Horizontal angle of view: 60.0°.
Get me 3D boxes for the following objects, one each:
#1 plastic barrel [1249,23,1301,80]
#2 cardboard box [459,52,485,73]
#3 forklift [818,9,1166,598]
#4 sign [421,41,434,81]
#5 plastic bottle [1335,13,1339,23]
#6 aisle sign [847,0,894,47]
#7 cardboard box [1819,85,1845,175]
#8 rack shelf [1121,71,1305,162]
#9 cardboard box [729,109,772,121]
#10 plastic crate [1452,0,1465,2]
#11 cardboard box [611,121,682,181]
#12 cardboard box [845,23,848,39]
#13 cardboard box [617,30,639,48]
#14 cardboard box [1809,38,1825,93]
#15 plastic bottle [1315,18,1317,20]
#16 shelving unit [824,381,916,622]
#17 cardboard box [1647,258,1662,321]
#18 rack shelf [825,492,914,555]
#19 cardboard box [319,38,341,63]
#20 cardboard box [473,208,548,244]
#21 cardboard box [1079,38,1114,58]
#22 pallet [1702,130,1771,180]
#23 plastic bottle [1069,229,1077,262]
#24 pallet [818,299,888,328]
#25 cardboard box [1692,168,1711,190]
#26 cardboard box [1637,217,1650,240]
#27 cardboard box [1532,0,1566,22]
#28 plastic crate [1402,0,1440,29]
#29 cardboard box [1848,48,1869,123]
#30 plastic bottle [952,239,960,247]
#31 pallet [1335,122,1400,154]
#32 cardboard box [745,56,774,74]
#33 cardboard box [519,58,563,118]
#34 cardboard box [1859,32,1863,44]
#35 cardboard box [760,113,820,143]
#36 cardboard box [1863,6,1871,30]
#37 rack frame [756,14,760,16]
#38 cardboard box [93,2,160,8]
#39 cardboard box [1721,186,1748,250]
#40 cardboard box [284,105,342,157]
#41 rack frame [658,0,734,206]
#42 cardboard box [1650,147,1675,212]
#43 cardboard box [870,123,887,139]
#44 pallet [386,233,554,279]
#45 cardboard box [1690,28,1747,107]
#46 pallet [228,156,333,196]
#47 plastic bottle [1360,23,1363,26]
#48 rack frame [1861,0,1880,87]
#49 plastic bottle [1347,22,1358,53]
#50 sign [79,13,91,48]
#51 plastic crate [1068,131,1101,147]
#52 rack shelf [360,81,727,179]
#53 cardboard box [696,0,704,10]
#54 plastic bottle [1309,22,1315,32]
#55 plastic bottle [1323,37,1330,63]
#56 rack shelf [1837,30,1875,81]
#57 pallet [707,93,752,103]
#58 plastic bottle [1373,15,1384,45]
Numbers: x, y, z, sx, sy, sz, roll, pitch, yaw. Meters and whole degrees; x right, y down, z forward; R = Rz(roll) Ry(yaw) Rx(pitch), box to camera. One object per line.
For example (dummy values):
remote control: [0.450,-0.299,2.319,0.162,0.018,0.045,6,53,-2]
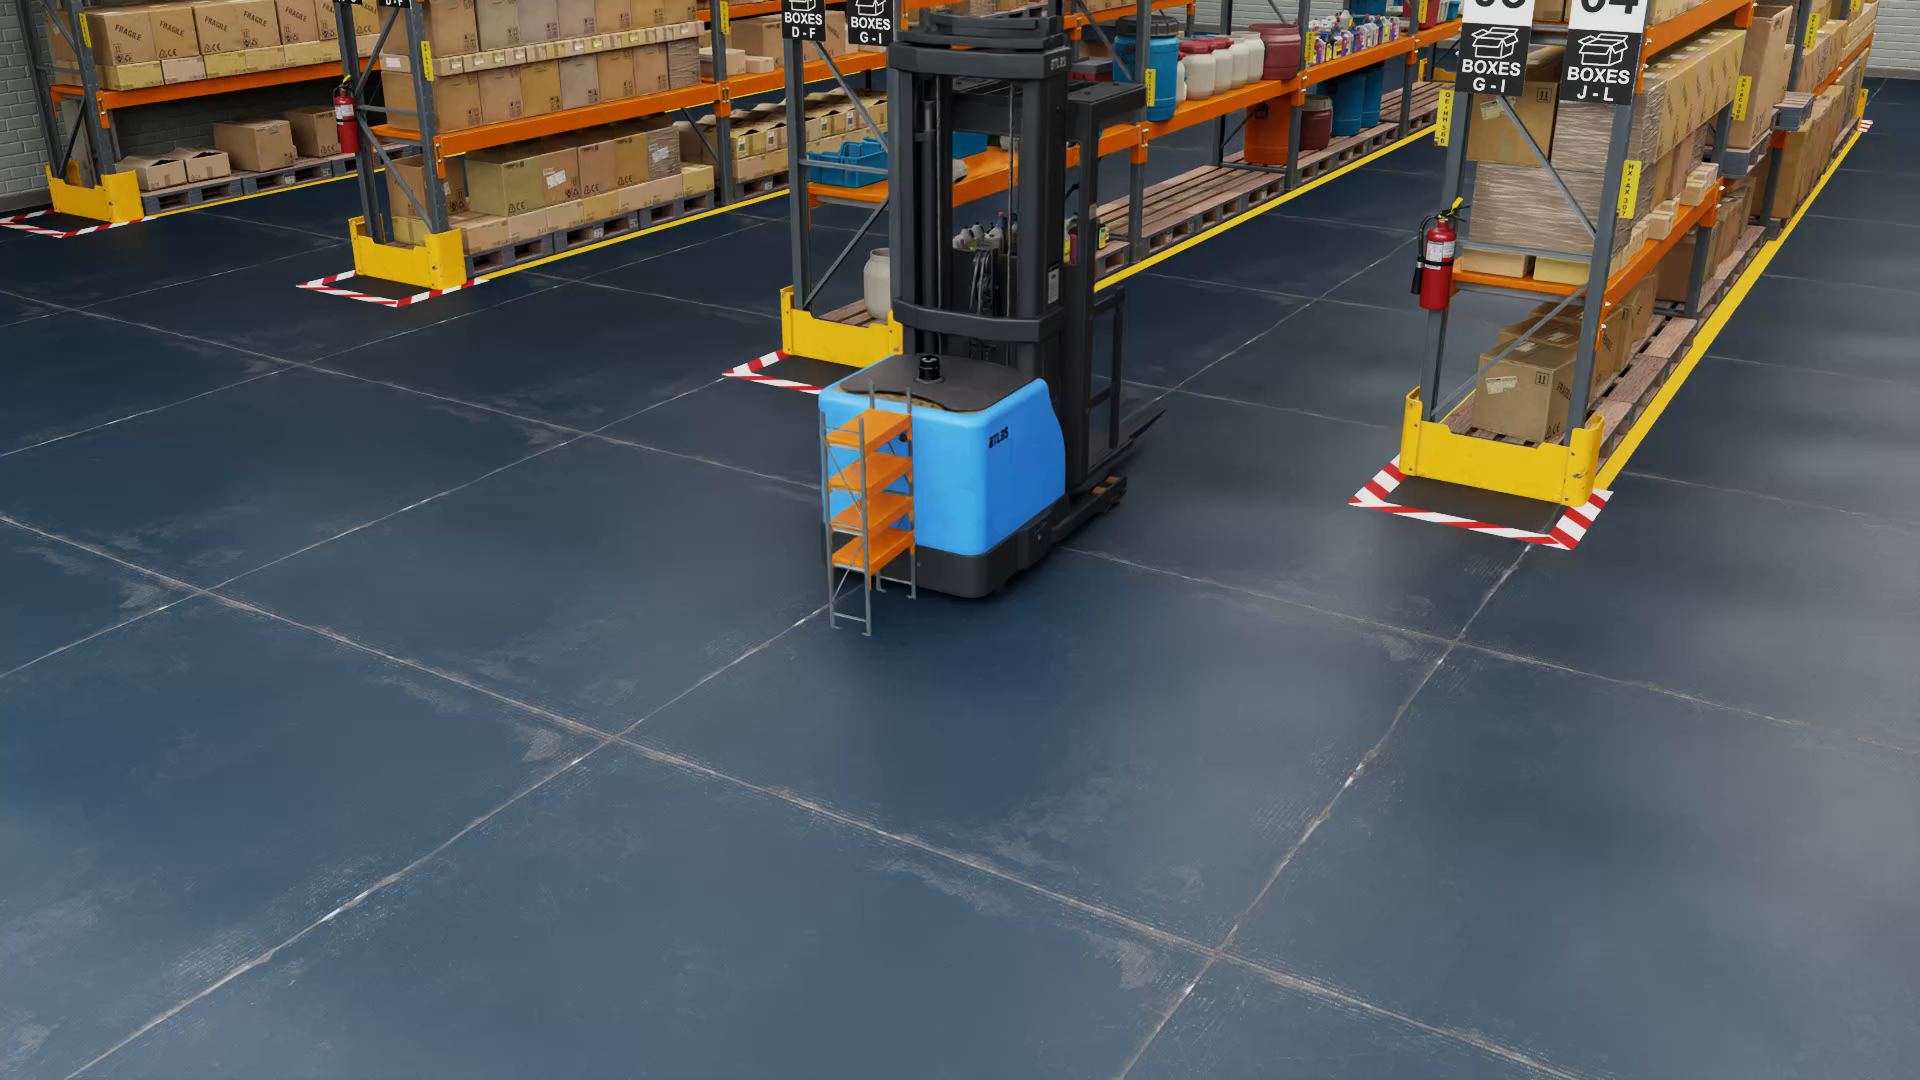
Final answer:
plastic barrel: [3.390,-5.305,18.058,0.600,0.536,0.708,14,27,29]
cardboard box: [-4.522,-4.323,15.017,0.380,0.149,0.250,13,27,28]
forklift: [9.452,-0.880,8.094,18.730,2.935,8.709,12,26,26]
sign: [-4.580,-4.118,14.296,0.100,0.325,0.005,14,27,29]
plastic bottle: [4.861,-6.680,21.552,0.061,0.283,0.133,14,27,29]
aisle sign: [-0.631,-3.870,11.642,0.394,0.787,0.004,14,27,29]
cardboard box: [9.375,-4.773,19.145,1.225,0.875,0.875,14,27,29]
rack shelf: [2.323,-4.458,17.177,1.077,0.370,4.000,14,27,29]
cardboard box: [-2.434,-4.882,19.478,0.500,0.311,0.500,14,27,29]
plastic crate: [7.321,-7.756,24.148,0.396,0.136,0.243,14,27,29]
cardboard box: [-3.271,-4.059,17.338,0.500,0.500,0.500,14,27,29]
cardboard box: [-1.465,-6.200,20.409,0.500,0.311,0.500,14,27,28]
cardboard box: [-3.438,-5.016,16.619,0.380,0.149,0.250,14,27,29]
cardboard box: [8.610,-4.926,17.228,0.500,0.500,0.500,13,27,28]
plastic bottle: [4.463,-6.425,20.964,0.061,0.283,0.133,14,27,29]
shelving unit: [-0.462,-0.162,8.599,0.258,1.200,0.499,11,27,24]
cardboard box: [5.231,-1.994,13.198,0.500,0.500,0.500,13,27,27]
rack shelf: [-0.462,-0.100,8.626,0.258,0.148,0.480,11,27,24]
cardboard box: [-7.411,-5.740,19.396,0.500,0.250,0.500,14,27,29]
cardboard box: [-4.316,-3.037,15.922,0.500,0.250,0.500,14,27,29]
cardboard box: [2.268,-7.544,25.989,0.797,0.503,0.637,14,27,29]
pallet: [6.002,-3.214,13.641,1.003,0.211,1.213,14,27,29]
plastic bottle: [1.021,-2.662,14.989,0.061,0.283,0.133,16,28,32]
pallet: [-0.409,-1.792,13.623,1.003,0.211,1.213,14,27,29]
cardboard box: [5.472,-2.743,12.627,0.380,0.149,0.250,14,27,29]
cardboard box: [4.372,-2.079,11.093,0.380,0.149,0.250,14,27,29]
cardboard box: [3.404,-3.249,9.892,0.500,0.250,0.500,15,27,30]
plastic crate: [6.172,-7.119,22.262,0.402,0.464,0.583,14,27,29]
cardboard box: [11.536,-6.110,22.234,0.875,0.875,0.875,14,27,29]
plastic bottle: [-0.090,-2.506,14.638,0.152,0.276,0.135,14,27,29]
pallet: [5.045,-5.282,21.685,1.003,0.211,1.213,14,27,29]
cardboard box: [-2.297,-5.293,18.518,0.380,0.149,0.250,14,27,29]
cardboard box: [-4.252,-4.348,15.891,0.700,0.500,0.500,14,27,29]
cardboard box: [11.091,-6.305,20.854,0.380,0.149,0.250,14,27,30]
cardboard box: [-1.968,-4.771,19.221,0.500,0.311,0.500,13,27,27]
cardboard box: [11.239,-6.631,21.106,0.500,0.250,0.500,13,27,27]
rack frame: [-2.929,-8.889,26.508,1.000,3.000,0.127,14,27,29]
cardboard box: [-8.917,-5.495,17.887,0.500,0.500,0.500,14,27,30]
cardboard box: [6.967,-3.060,15.635,0.700,0.500,0.500,11,26,25]
cardboard box: [-7.662,-4.885,19.852,0.500,0.500,0.500,12,26,25]
rack frame: [-2.939,-5.152,17.876,1.000,3.000,0.127,14,27,29]
cardboard box: [4.415,-2.607,11.497,0.875,0.500,0.500,14,27,29]
cardboard box: [-1.168,-5.030,20.525,0.500,0.250,0.500,14,27,28]
pallet: [-4.681,-2.790,15.928,1.003,0.211,1.213,14,27,29]
cardboard box: [5.472,-3.507,12.316,0.500,0.500,0.500,14,27,29]
pallet: [-8.116,-4.262,19.329,1.003,0.211,1.213,14,27,29]
plastic bottle: [4.980,-6.280,20.642,0.097,0.271,0.097,0,23,0]
rack frame: [11.805,-7.125,22.433,1.000,3.000,0.127,14,27,29]
plastic bottle: [4.700,-6.040,19.988,0.144,0.351,0.185,14,27,29]
sign: [-8.798,-5.123,16.718,0.100,0.325,0.005,14,27,29]
plastic crate: [0.915,-3.614,14.510,0.499,0.251,0.616,14,27,29]
rack shelf: [-3.993,-4.147,16.460,1.077,0.370,4.000,14,27,29]
cardboard box: [-4.014,-7.936,24.597,0.380,0.149,0.250,14,27,30]
plastic bottle: [4.309,-6.289,20.658,0.152,0.276,0.135,14,27,29]
plastic bottle: [4.234,-5.680,19.241,0.061,0.283,0.133,14,27,29]
rack shelf: [10.750,-6.120,21.017,1.077,0.370,4.000,14,27,29]
pallet: [-3.915,-6.920,25.469,1.003,0.211,1.213,14,27,29]
plastic bottle: [5.183,-6.349,20.703,0.144,0.351,0.185,14,27,29]
